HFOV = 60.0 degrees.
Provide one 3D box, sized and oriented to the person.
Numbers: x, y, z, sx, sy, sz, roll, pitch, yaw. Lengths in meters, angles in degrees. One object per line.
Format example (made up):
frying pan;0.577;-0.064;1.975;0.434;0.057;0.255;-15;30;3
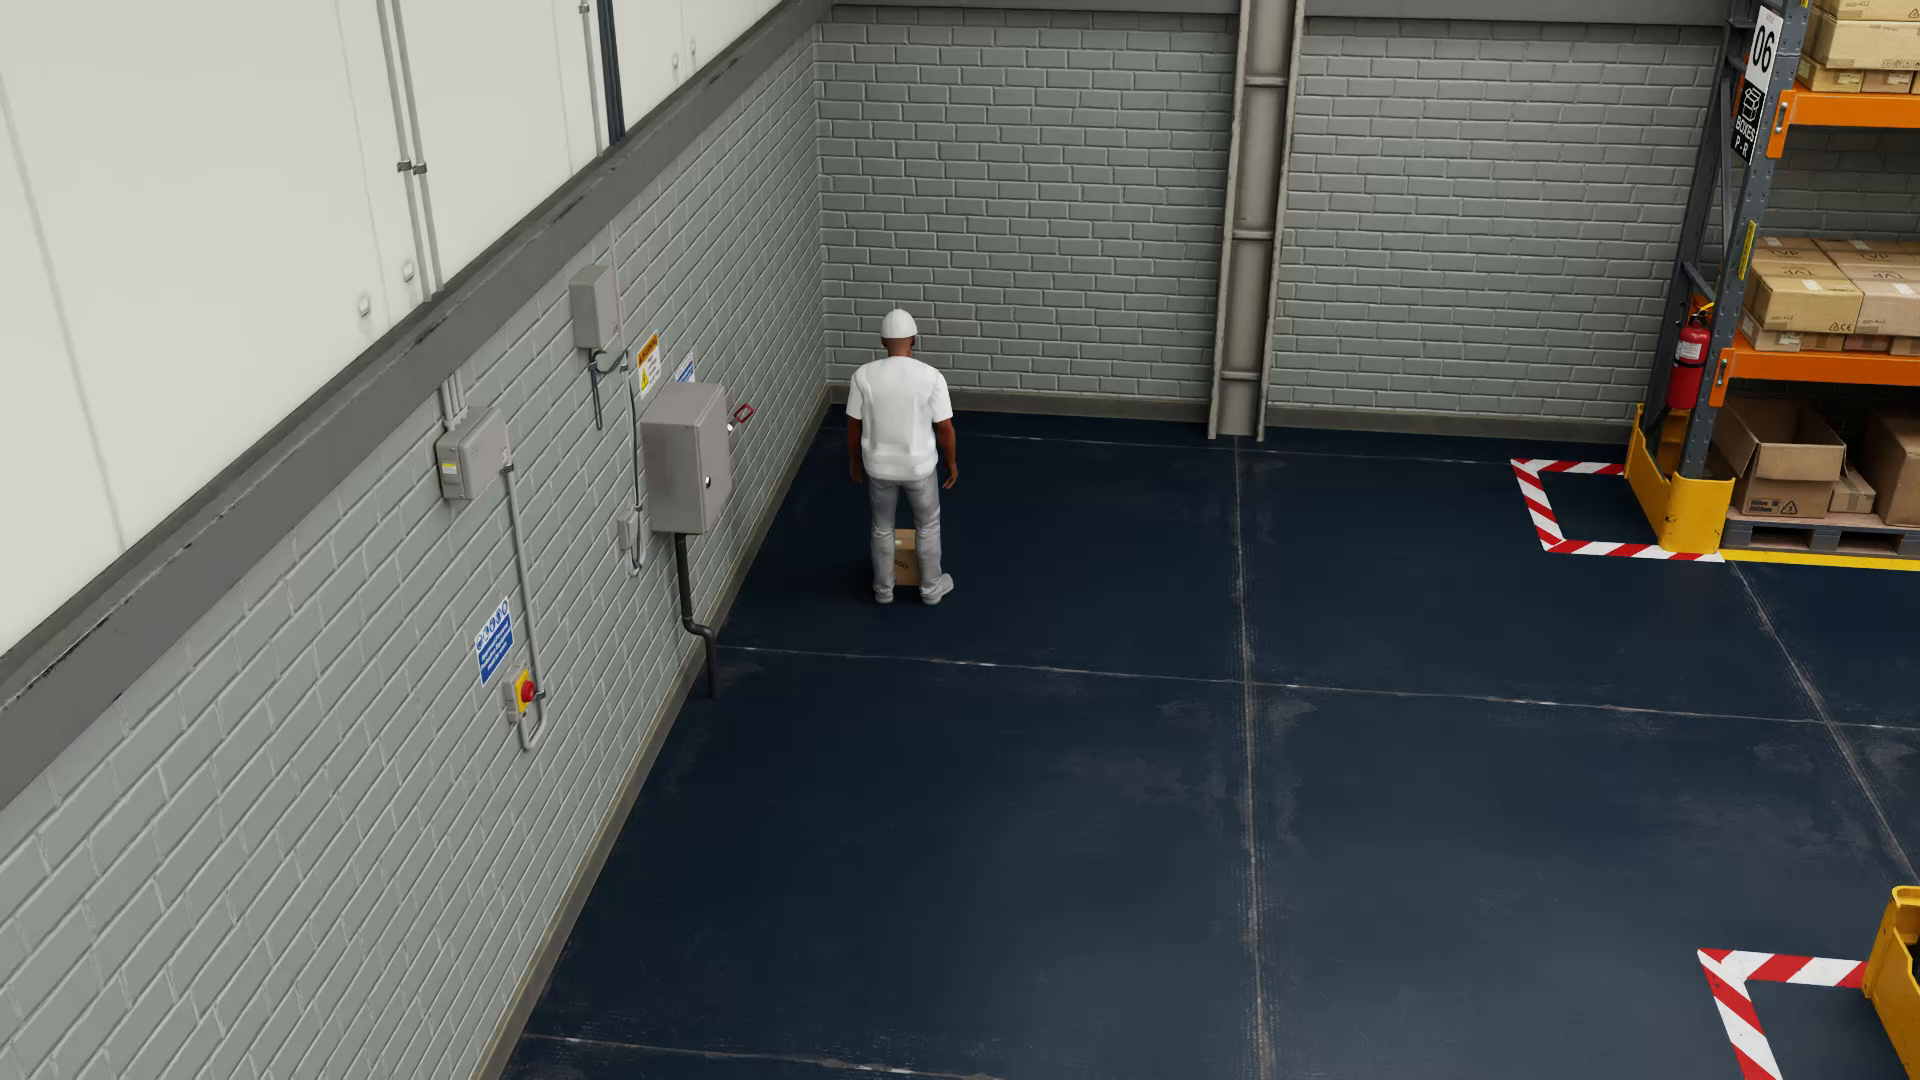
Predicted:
person;-0.326;-0.452;9.446;0.627;1.760;0.459;4;28;7
